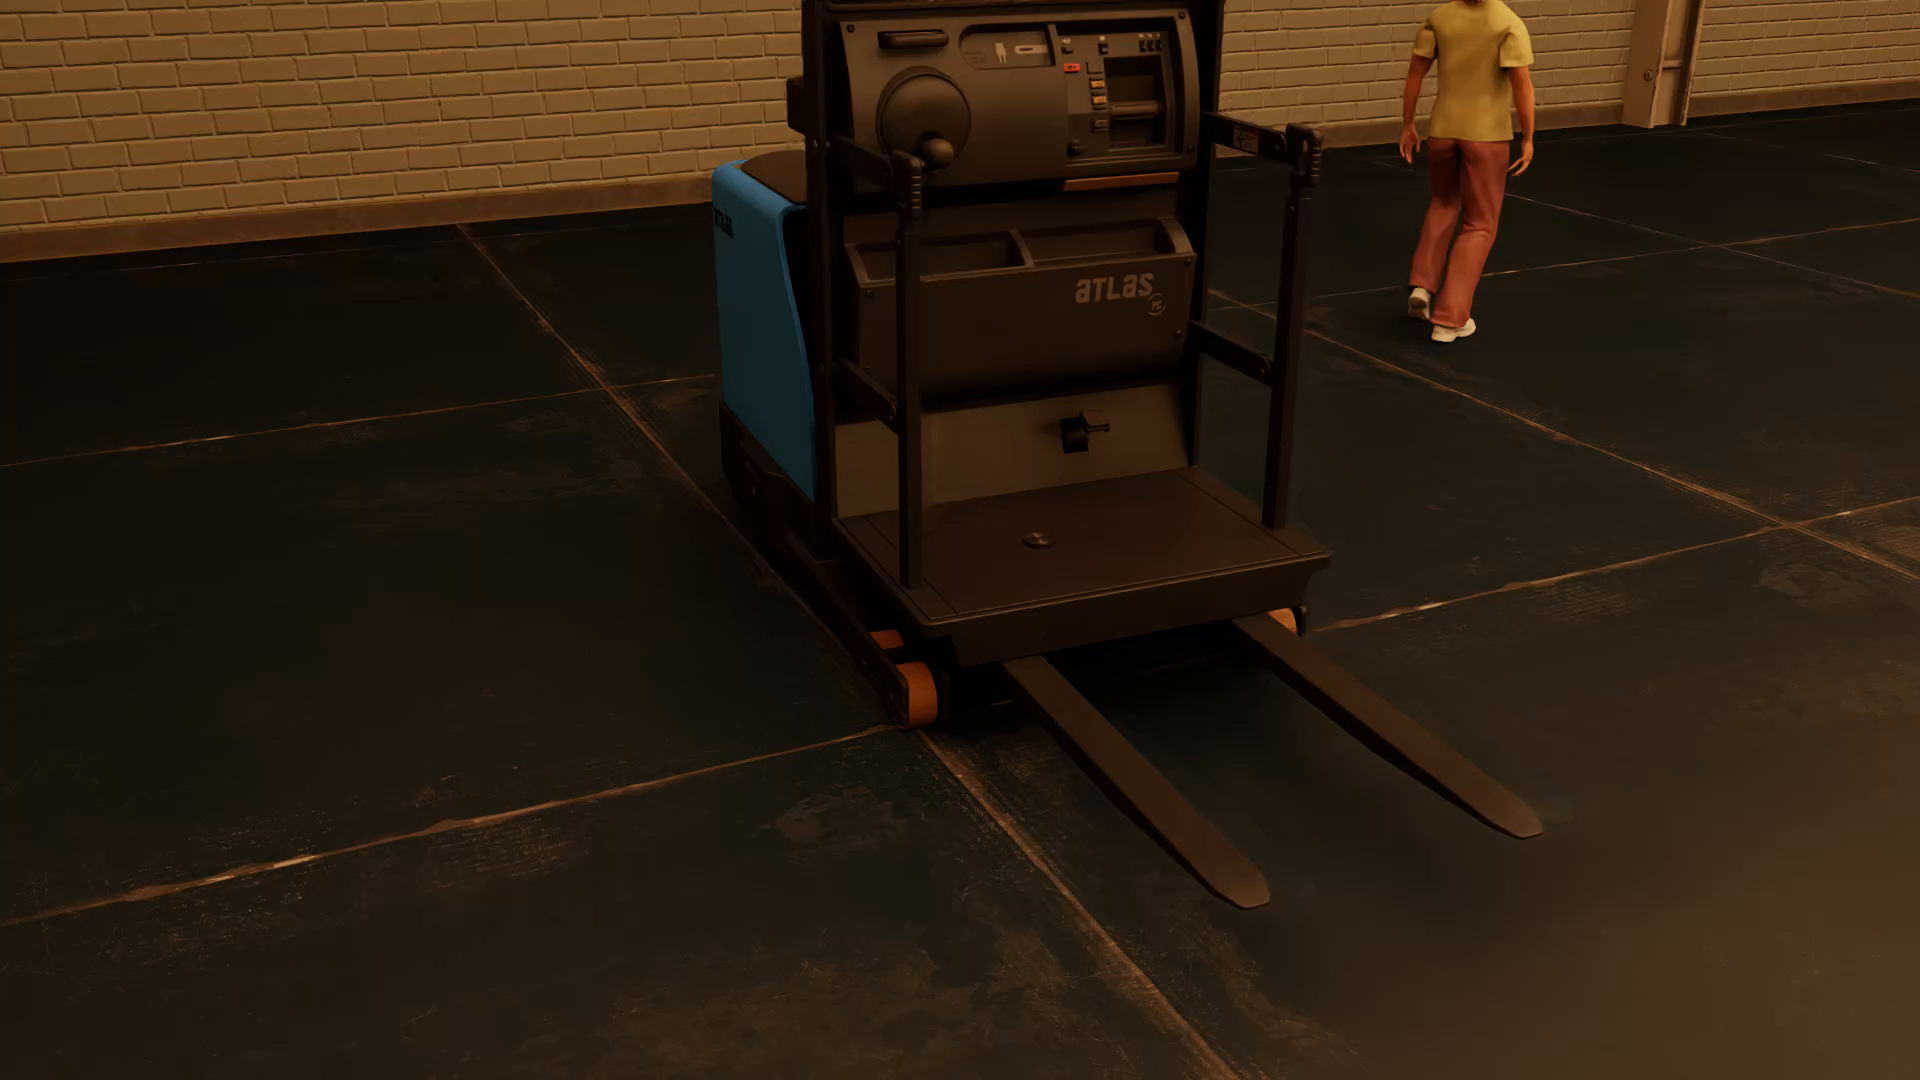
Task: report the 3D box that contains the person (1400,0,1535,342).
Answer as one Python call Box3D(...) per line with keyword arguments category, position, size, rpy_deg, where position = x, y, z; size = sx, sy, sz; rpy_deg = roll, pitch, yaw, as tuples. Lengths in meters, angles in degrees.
Box3D(category="person", position=(2.161, -1.674, 7.029), size=(0.569, 1.688, 0.489), rpy_deg=(20, 30, 39))

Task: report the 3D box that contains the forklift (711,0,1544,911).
Box3D(category="forklift", position=(0.243, -1.080, 3.885), size=(1.130, 2.935, 3.031), rpy_deg=(-9, 24, -20))
